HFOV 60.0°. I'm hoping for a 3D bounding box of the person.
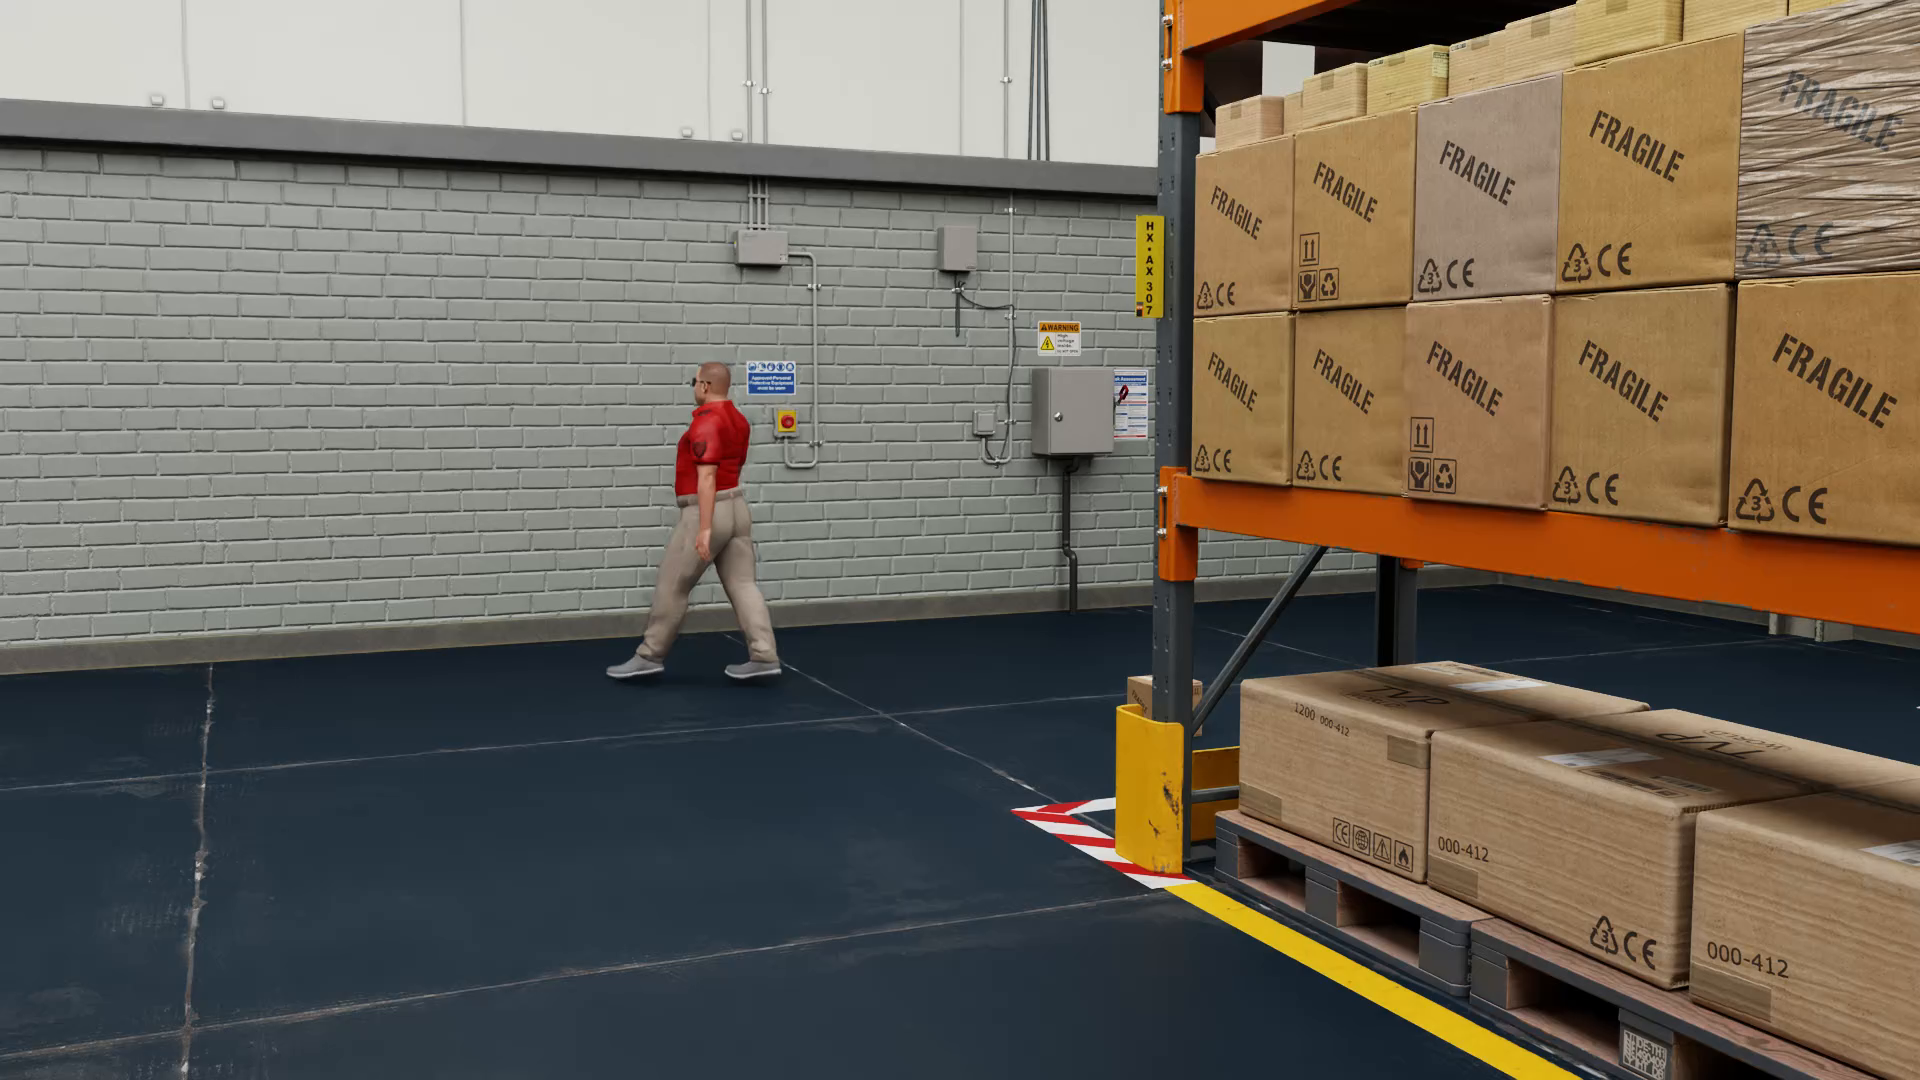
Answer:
[{"bbox_3d":[-1.400,-0.104,8.856,0.951,1.685,0.576,2,6,25],"label":"person"}]
